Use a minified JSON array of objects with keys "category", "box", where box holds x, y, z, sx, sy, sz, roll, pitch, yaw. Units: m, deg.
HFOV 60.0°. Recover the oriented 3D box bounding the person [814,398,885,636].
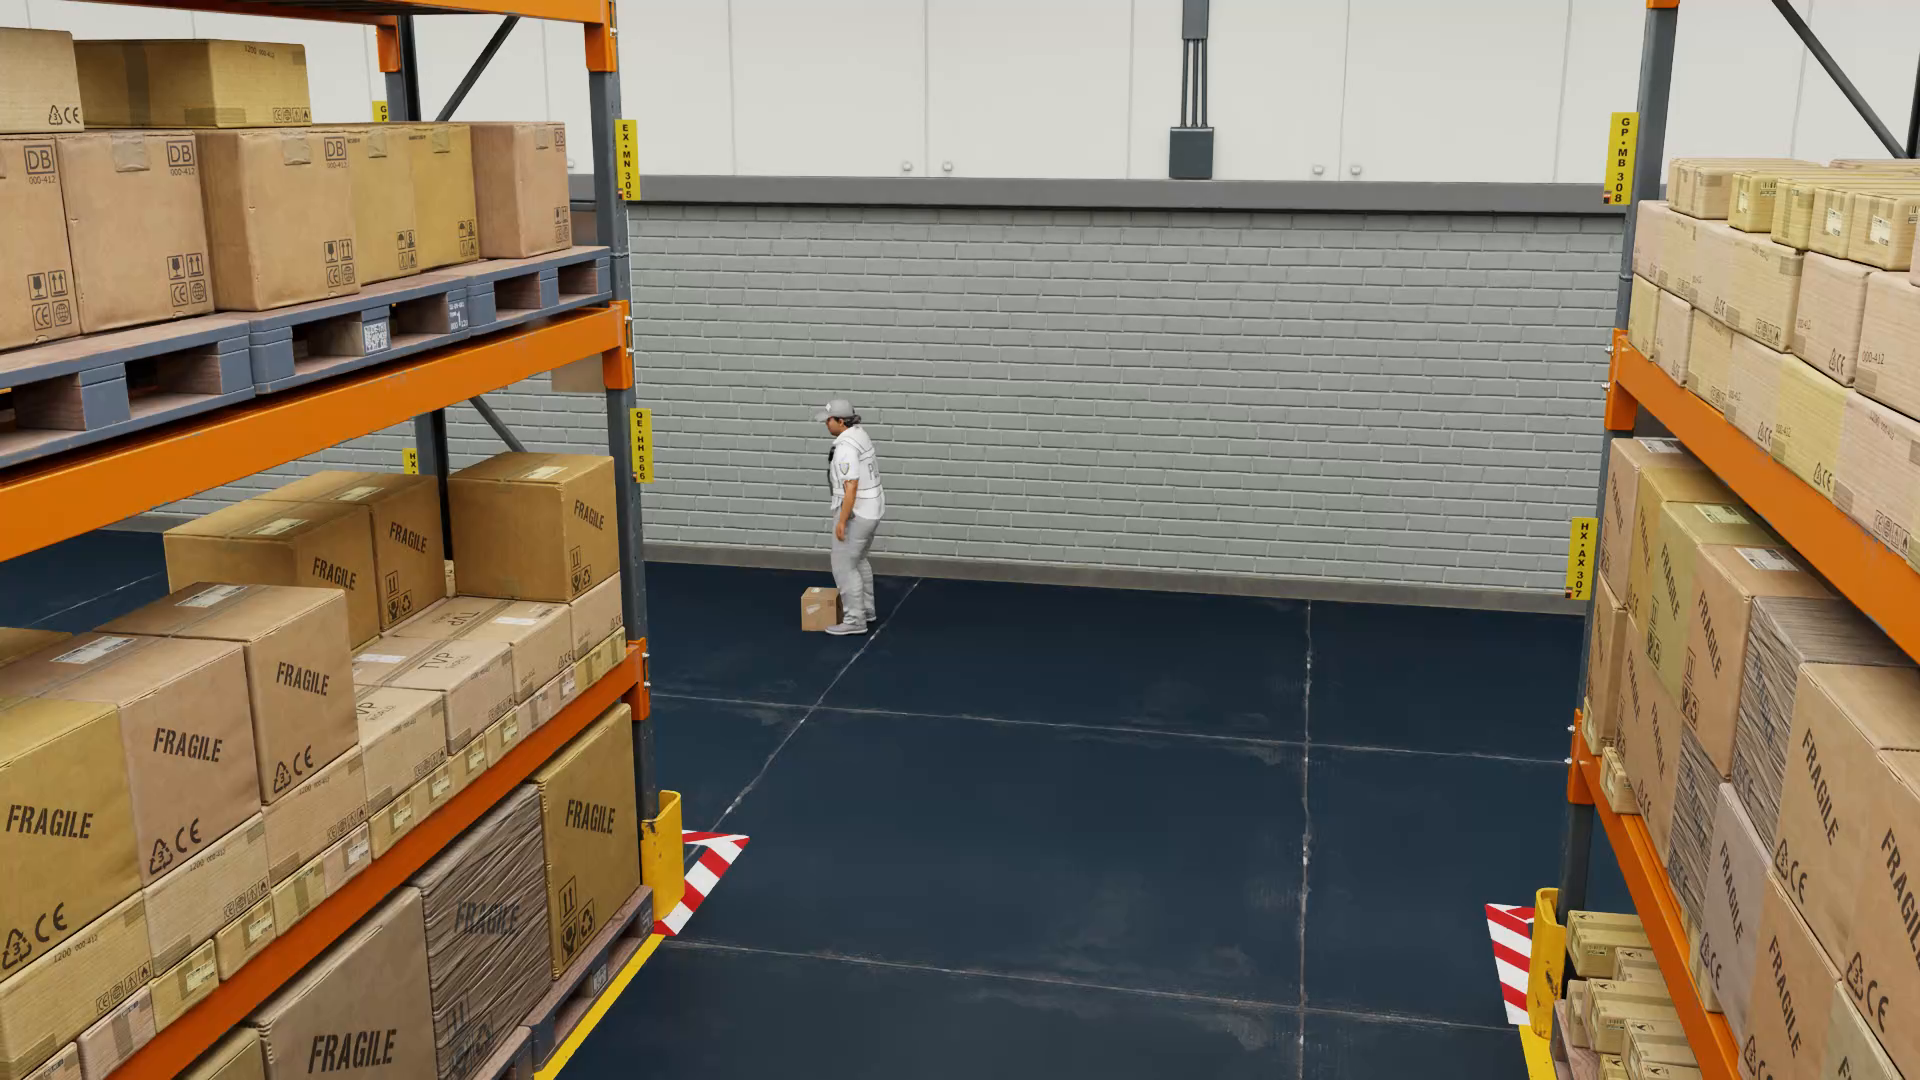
[{"category":"person","box":[-0.775,-0.178,11.672,0.452,1.667,0.564,2,15,8]}]
